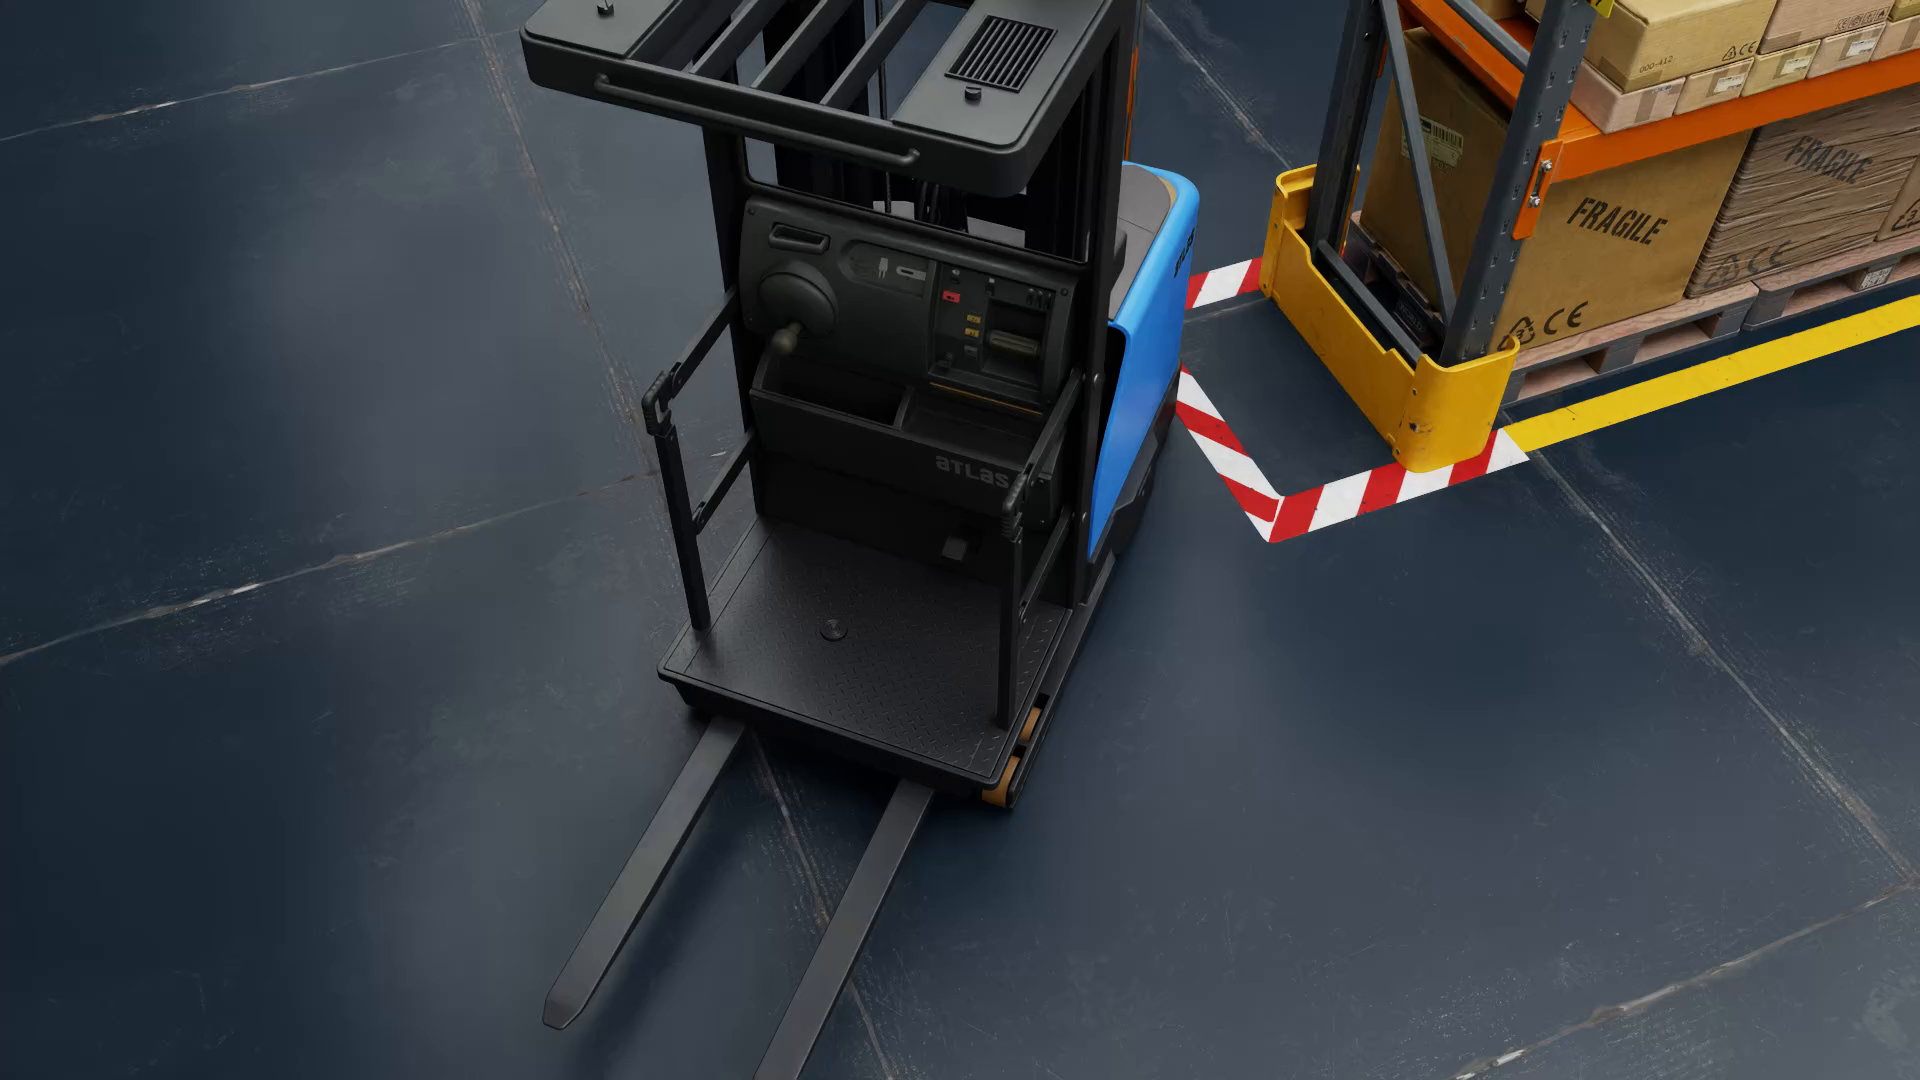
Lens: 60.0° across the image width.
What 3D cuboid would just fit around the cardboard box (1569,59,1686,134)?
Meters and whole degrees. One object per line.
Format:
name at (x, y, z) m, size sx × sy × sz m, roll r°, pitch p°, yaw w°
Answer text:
cardboard box at (2.023, -1.456, 5.189) m, size 0.250 × 0.149 × 0.380 m, roll -17°, pitch 51°, yaw -14°

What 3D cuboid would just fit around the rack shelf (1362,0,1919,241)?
rack shelf at (3.421, -2.007, 5.971) m, size 4.000 × 0.370 × 1.077 m, roll -17°, pitch 52°, yaw -14°

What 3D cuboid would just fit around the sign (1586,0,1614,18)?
sign at (1.774, -1.584, 4.510) m, size 0.005 × 0.325 × 0.100 m, roll -17°, pitch 52°, yaw -14°

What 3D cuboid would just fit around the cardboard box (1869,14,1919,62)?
cardboard box at (2.974, -1.752, 5.443) m, size 0.250 × 0.149 × 0.380 m, roll -18°, pitch 52°, yaw -15°

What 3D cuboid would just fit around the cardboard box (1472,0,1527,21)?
cardboard box at (1.775, -1.919, 5.587) m, size 0.250 × 0.149 × 0.380 m, roll -16°, pitch 51°, yaw -14°

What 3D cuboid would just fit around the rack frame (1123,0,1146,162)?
rack frame at (0.590, -1.598, 5.738) m, size 0.015 × 2.100 × 0.400 m, roll 1°, pitch 49°, yaw 1°

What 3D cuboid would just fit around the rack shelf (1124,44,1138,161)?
rack shelf at (0.346, -1.595, 5.752) m, size 0.480 × 0.518 × 0.431 m, roll 1°, pitch 49°, yaw 1°

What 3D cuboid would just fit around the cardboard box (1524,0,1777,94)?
cardboard box at (2.116, -1.664, 5.104) m, size 0.500 × 0.250 × 0.500 m, roll -18°, pitch 52°, yaw -15°

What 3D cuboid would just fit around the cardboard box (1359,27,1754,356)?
cardboard box at (2.132, -1.352, 6.058) m, size 0.875 × 0.875 × 0.875 m, roll -17°, pitch 52°, yaw -14°

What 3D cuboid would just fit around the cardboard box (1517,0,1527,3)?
cardboard box at (1.918, -2.041, 5.428) m, size 0.500 × 0.250 × 0.500 m, roll -18°, pitch 52°, yaw -15°

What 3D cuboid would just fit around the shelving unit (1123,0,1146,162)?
shelving unit at (0.347, -1.604, 5.742) m, size 0.503 × 2.100 × 0.431 m, roll 1°, pitch 49°, yaw 1°

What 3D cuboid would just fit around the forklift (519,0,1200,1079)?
forklift at (-0.230, -0.516, 4.261) m, size 1.130 × 2.935 × 3.031 m, roll 17°, pitch 51°, yaw 14°

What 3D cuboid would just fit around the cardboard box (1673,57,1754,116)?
cardboard box at (2.260, -1.530, 5.253) m, size 0.250 × 0.149 × 0.380 m, roll -18°, pitch 52°, yaw -15°

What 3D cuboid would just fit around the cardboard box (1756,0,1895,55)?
cardboard box at (2.595, -1.817, 5.236) m, size 0.500 × 0.250 × 0.500 m, roll -18°, pitch 52°, yaw -15°

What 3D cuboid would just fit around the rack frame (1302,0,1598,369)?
rack frame at (1.570, -1.668, 5.205) m, size 0.127 × 3.000 × 1.000 m, roll -17°, pitch 52°, yaw -14°

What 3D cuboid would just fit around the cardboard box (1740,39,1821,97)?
cardboard box at (2.497, -1.604, 5.316) m, size 0.250 × 0.149 × 0.380 m, roll -18°, pitch 52°, yaw -15°

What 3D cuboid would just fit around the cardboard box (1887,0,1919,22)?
cardboard box at (3.062, -1.959, 5.358) m, size 0.500 × 0.250 × 0.500 m, roll -19°, pitch 52°, yaw -15°

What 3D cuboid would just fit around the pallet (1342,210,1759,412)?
pallet at (2.281, -1.043, 6.507) m, size 1.213 × 0.211 × 1.003 m, roll -17°, pitch 52°, yaw -14°

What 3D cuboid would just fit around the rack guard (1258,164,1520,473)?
rack guard at (1.548, -0.846, 6.147) m, size 0.348 × 0.500 × 1.175 m, roll -17°, pitch 52°, yaw -14°

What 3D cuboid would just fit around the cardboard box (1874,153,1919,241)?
cardboard box at (3.799, -1.868, 6.501) m, size 0.875 × 0.875 × 0.875 m, roll -17°, pitch 52°, yaw -14°

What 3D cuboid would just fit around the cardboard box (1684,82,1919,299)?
cardboard box at (2.975, -1.613, 6.282) m, size 0.875 × 0.875 × 0.875 m, roll -17°, pitch 52°, yaw -14°

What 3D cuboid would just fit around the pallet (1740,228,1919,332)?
pallet at (3.408, -1.390, 6.805) m, size 1.213 × 0.211 × 1.003 m, roll -17°, pitch 52°, yaw -14°

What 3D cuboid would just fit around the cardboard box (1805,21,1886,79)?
cardboard box at (2.738, -1.680, 5.381) m, size 0.250 × 0.149 × 0.380 m, roll -18°, pitch 52°, yaw -15°
